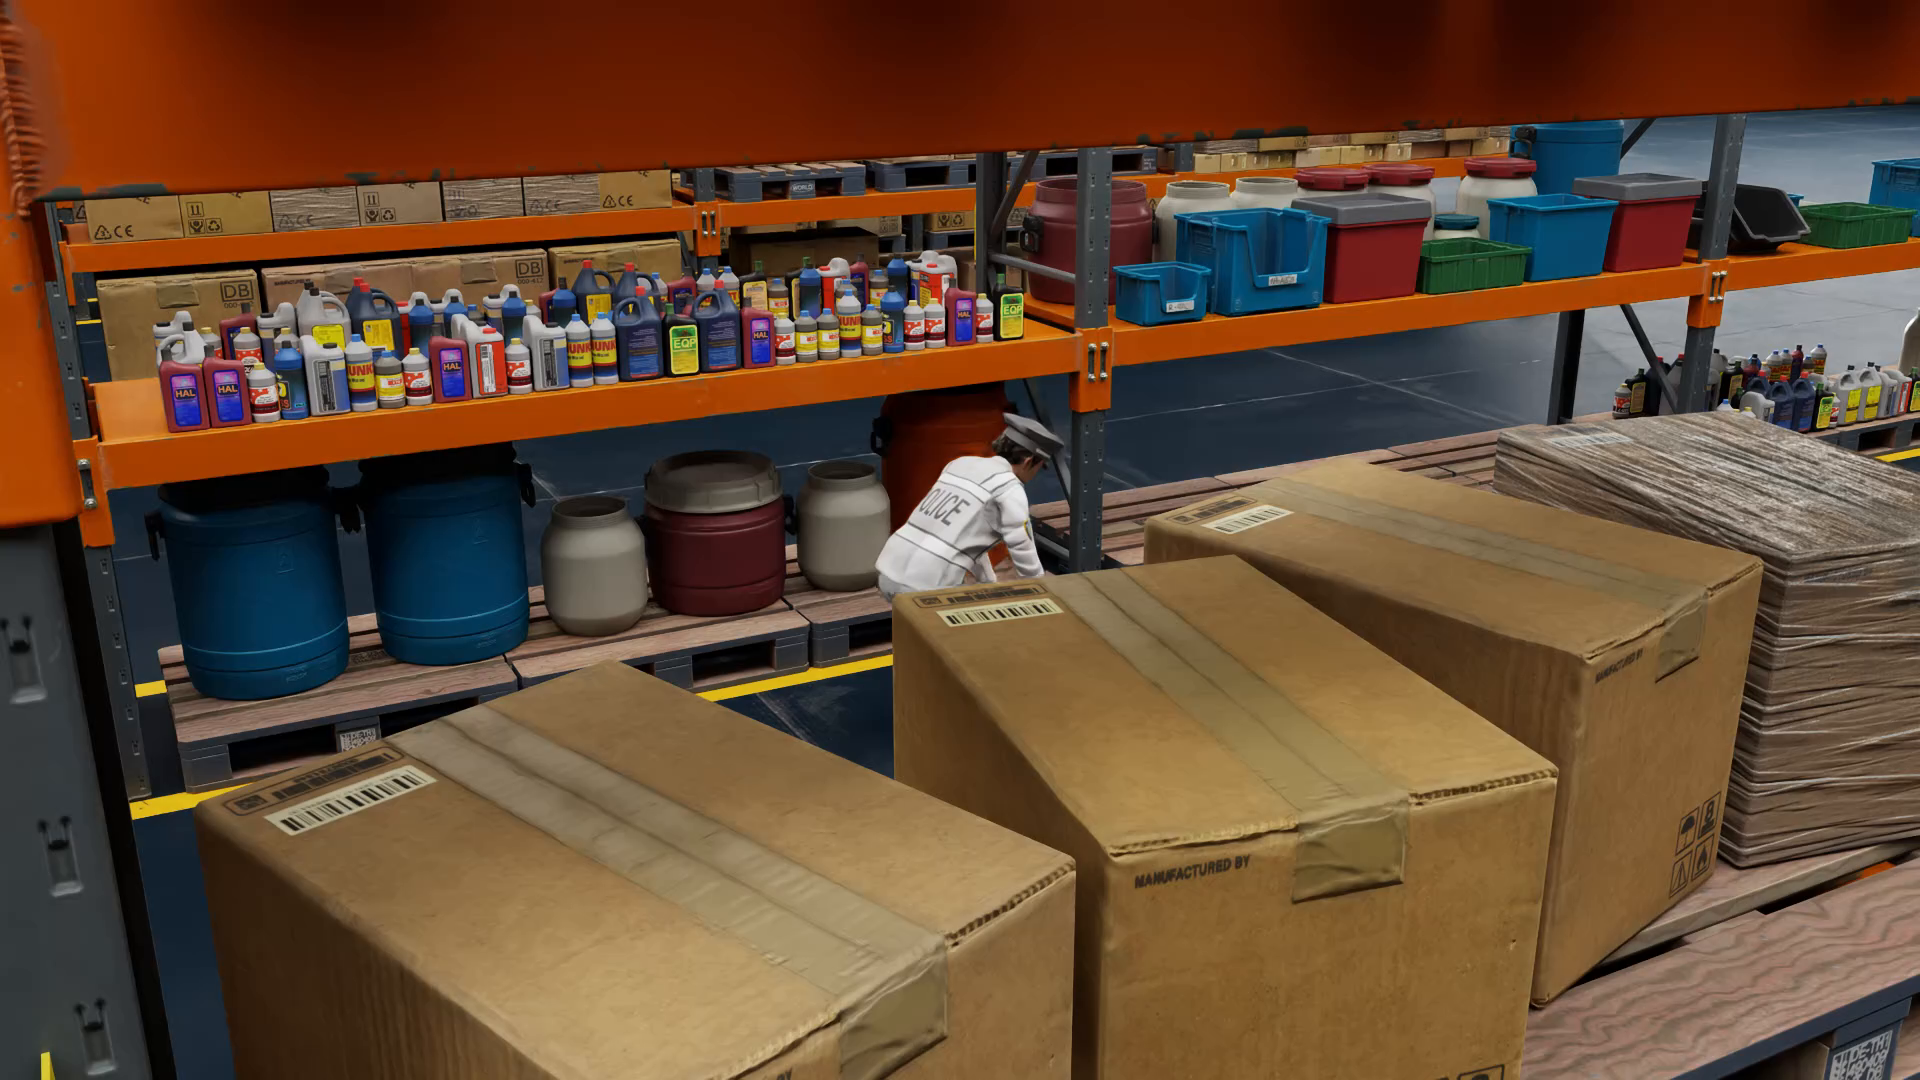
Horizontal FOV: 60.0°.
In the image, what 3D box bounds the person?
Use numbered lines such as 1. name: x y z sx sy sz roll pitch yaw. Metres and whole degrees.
1. person: 0.045 0.139 6.363 0.780 1.213 0.527 -10 21 -28
